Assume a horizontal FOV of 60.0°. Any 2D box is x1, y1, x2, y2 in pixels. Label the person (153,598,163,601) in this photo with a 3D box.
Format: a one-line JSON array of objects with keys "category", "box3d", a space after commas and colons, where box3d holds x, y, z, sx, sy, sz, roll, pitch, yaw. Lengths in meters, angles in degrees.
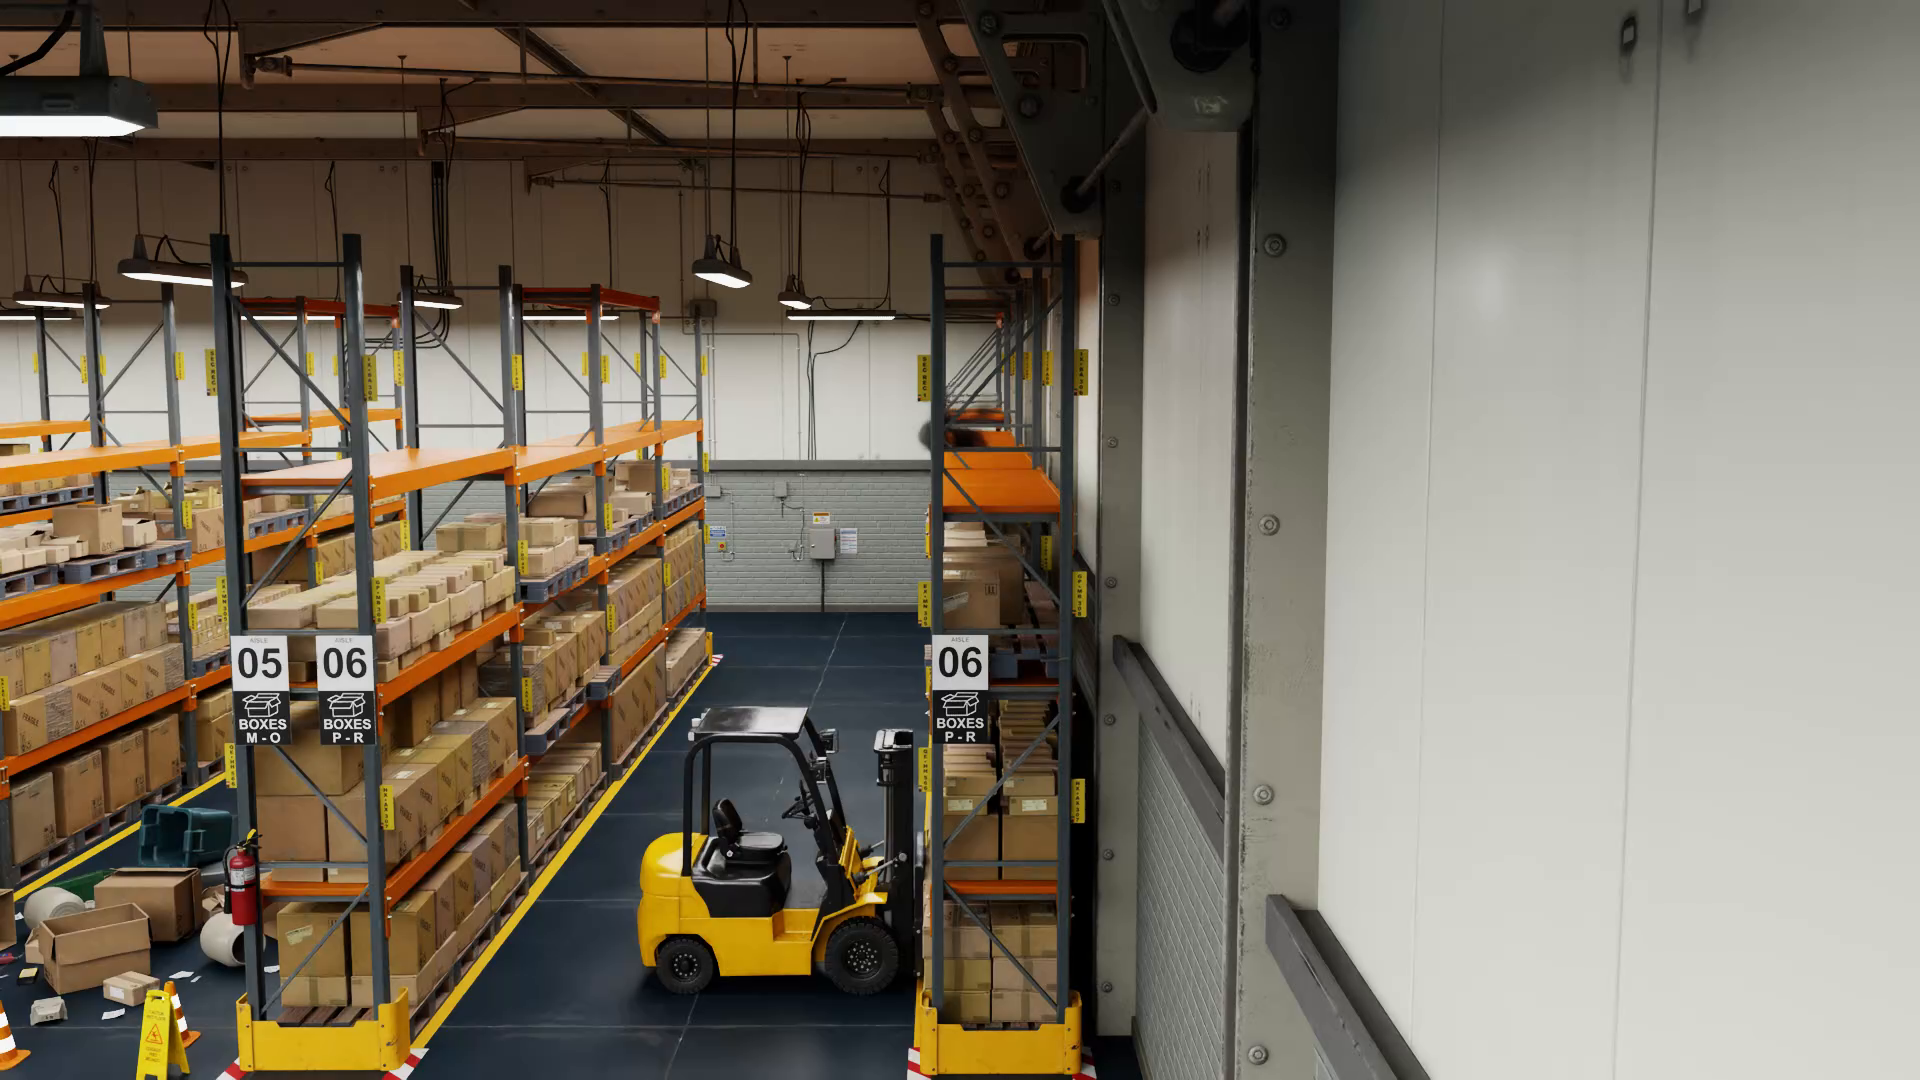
[{"category": "person", "box3d": [-11.586, 1.683, 23.999, 0.665, 1.685, 0.593, -1, 6, -6]}]
